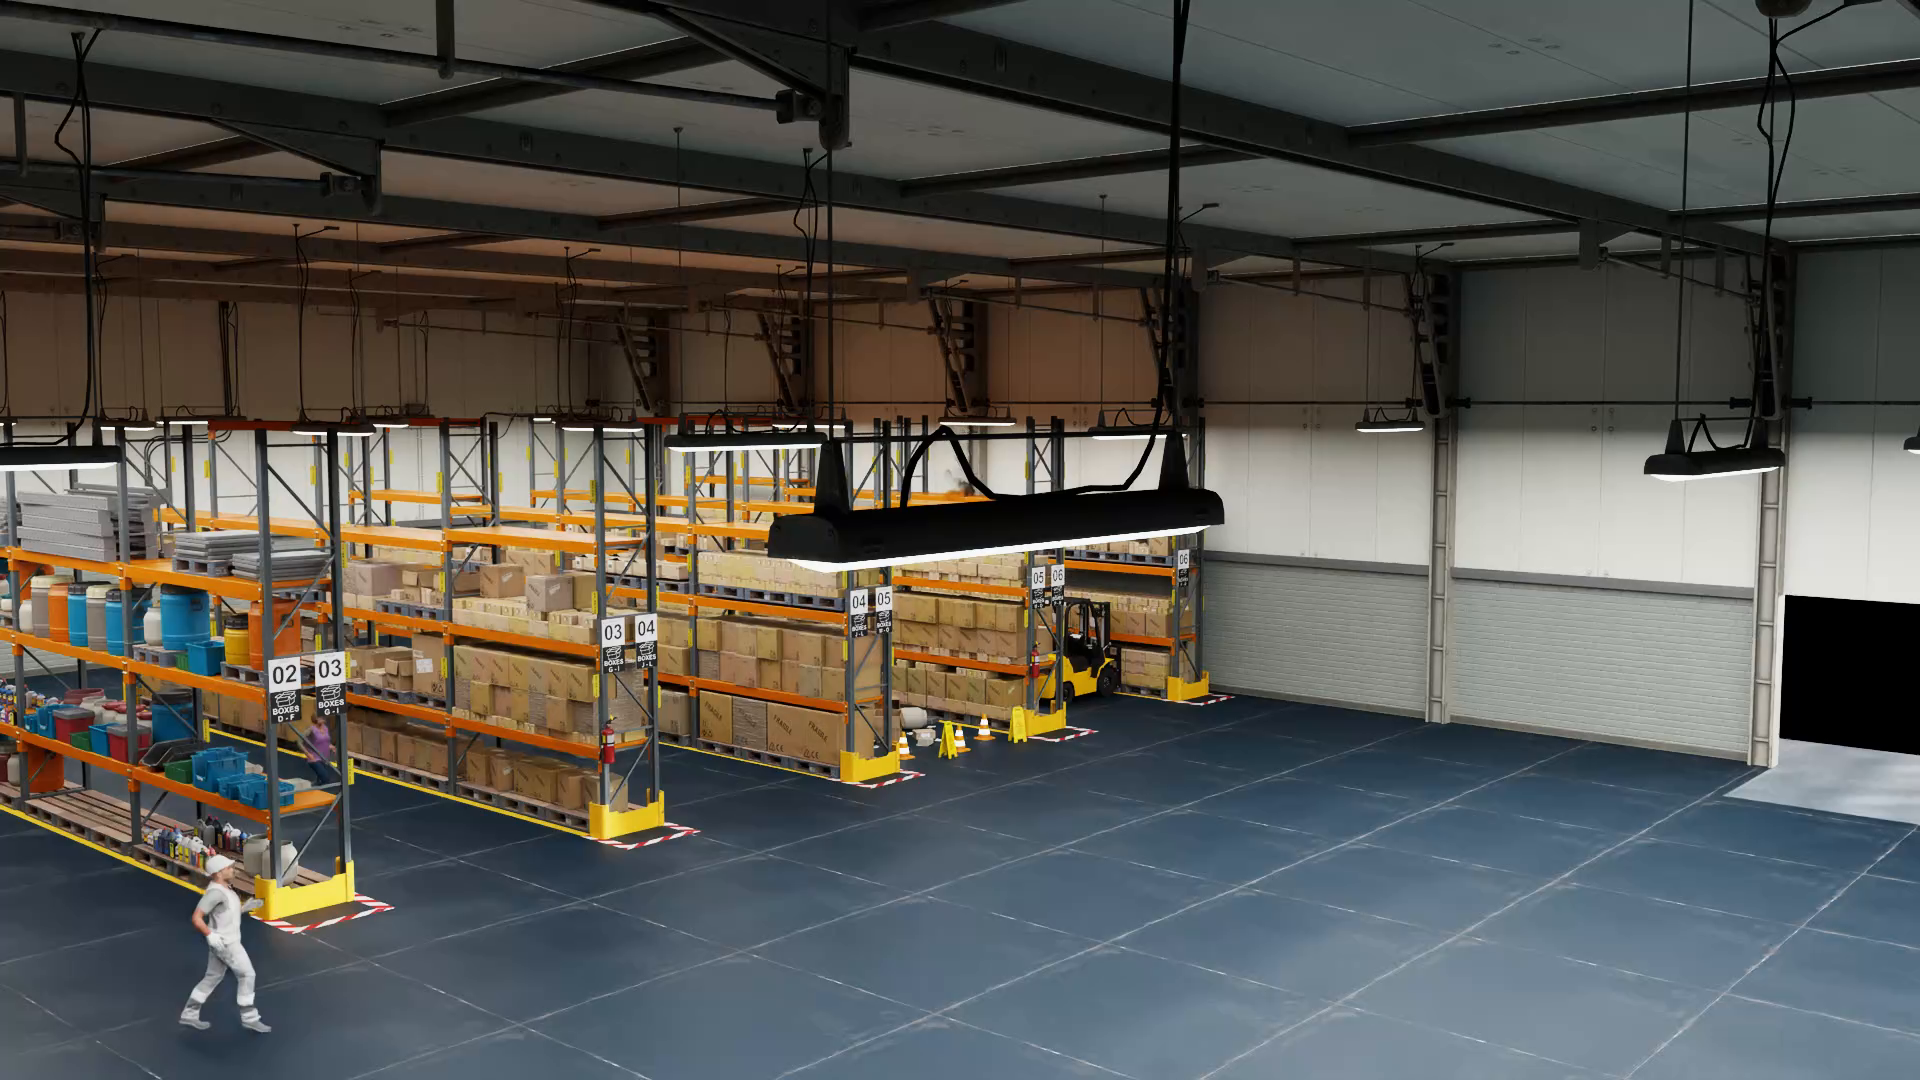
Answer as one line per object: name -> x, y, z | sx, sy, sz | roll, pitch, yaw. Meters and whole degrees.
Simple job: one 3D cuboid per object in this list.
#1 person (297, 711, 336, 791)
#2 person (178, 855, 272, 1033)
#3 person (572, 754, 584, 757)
person -> -9.873, 3.366, 25.631 | 0.601, 1.476, 0.513 | 2, 5, 20
person -> -7.350, 4.045, 16.568 | 0.843, 1.838, 0.653 | -2, 5, -27
person -> -6.680, 3.044, 29.632 | 0.587, 1.685, 0.657 | 3, 5, 30
